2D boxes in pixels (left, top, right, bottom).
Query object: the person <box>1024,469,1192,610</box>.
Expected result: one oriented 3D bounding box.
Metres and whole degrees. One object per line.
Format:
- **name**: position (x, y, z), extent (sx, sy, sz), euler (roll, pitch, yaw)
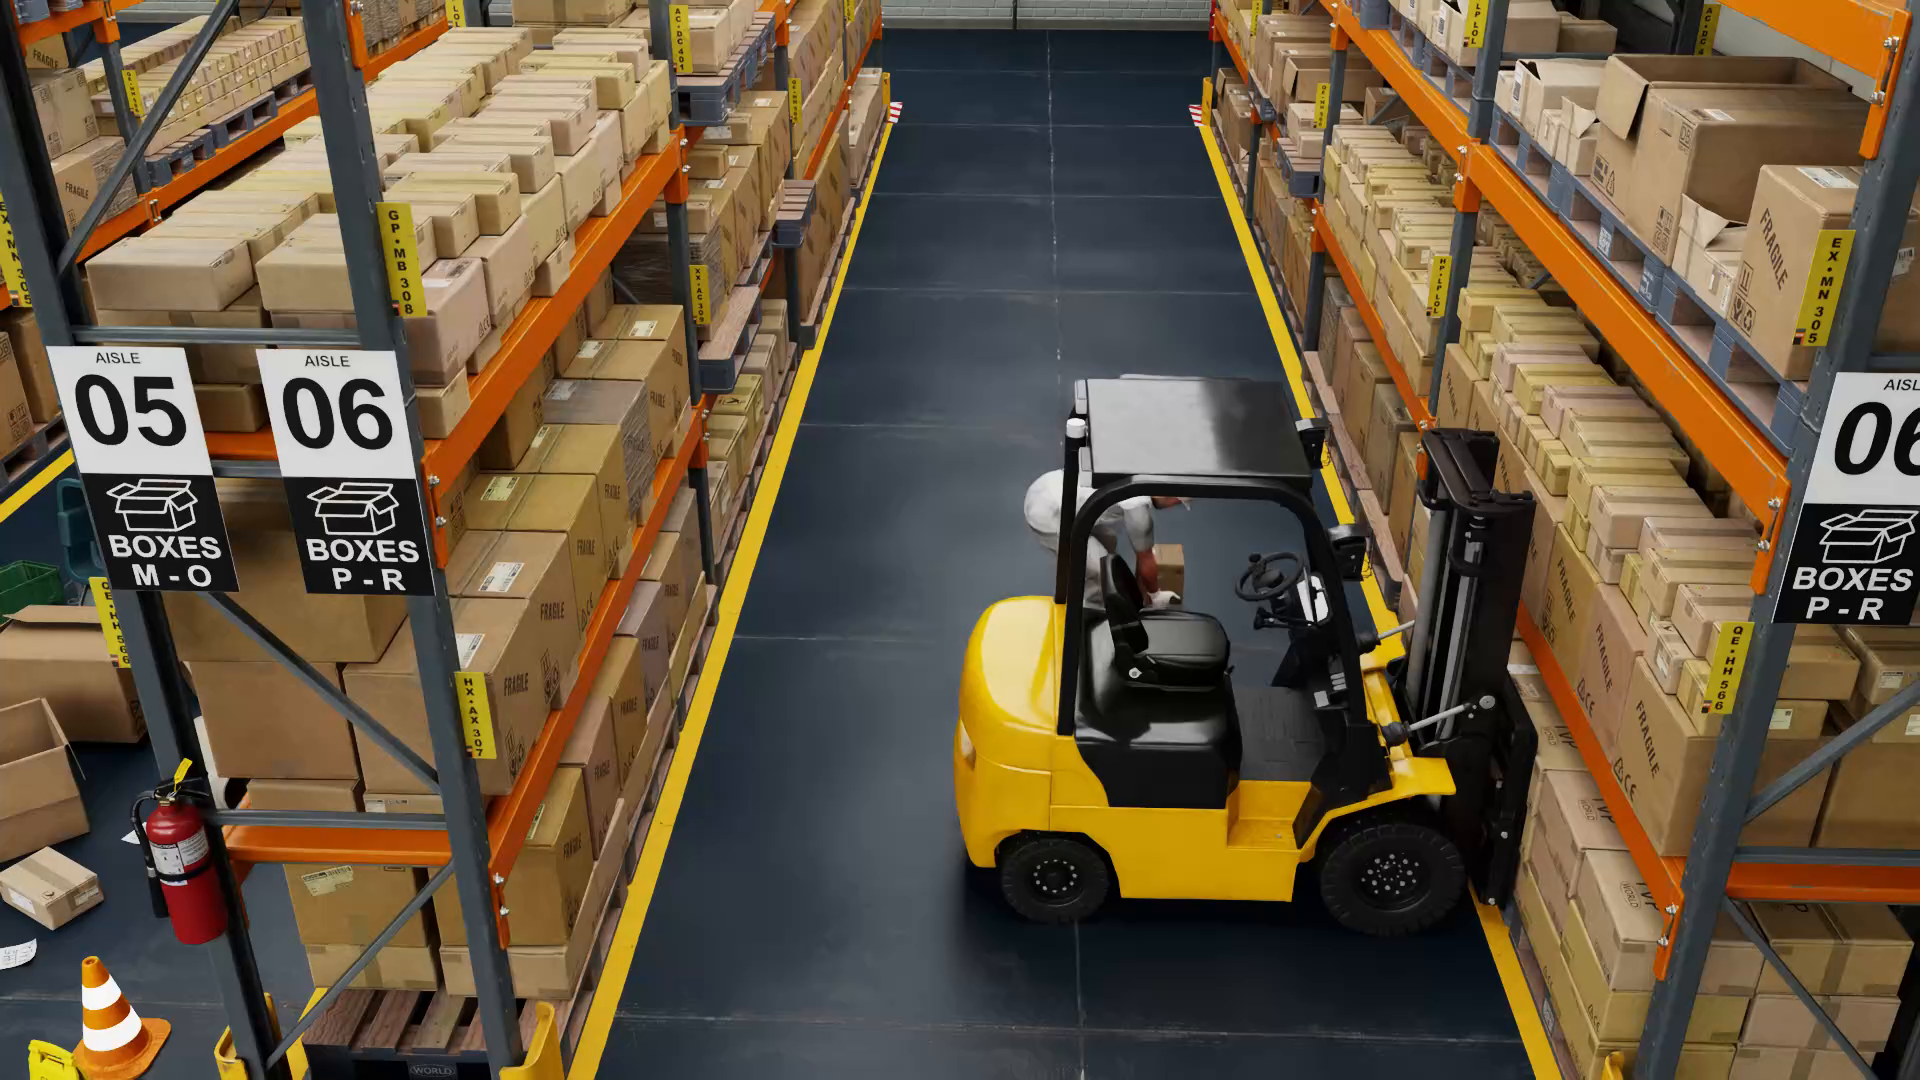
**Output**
- **person**: position (0.833, 0.059, 9.303), extent (0.958, 1.024, 0.524), euler (0, 28, -1)
